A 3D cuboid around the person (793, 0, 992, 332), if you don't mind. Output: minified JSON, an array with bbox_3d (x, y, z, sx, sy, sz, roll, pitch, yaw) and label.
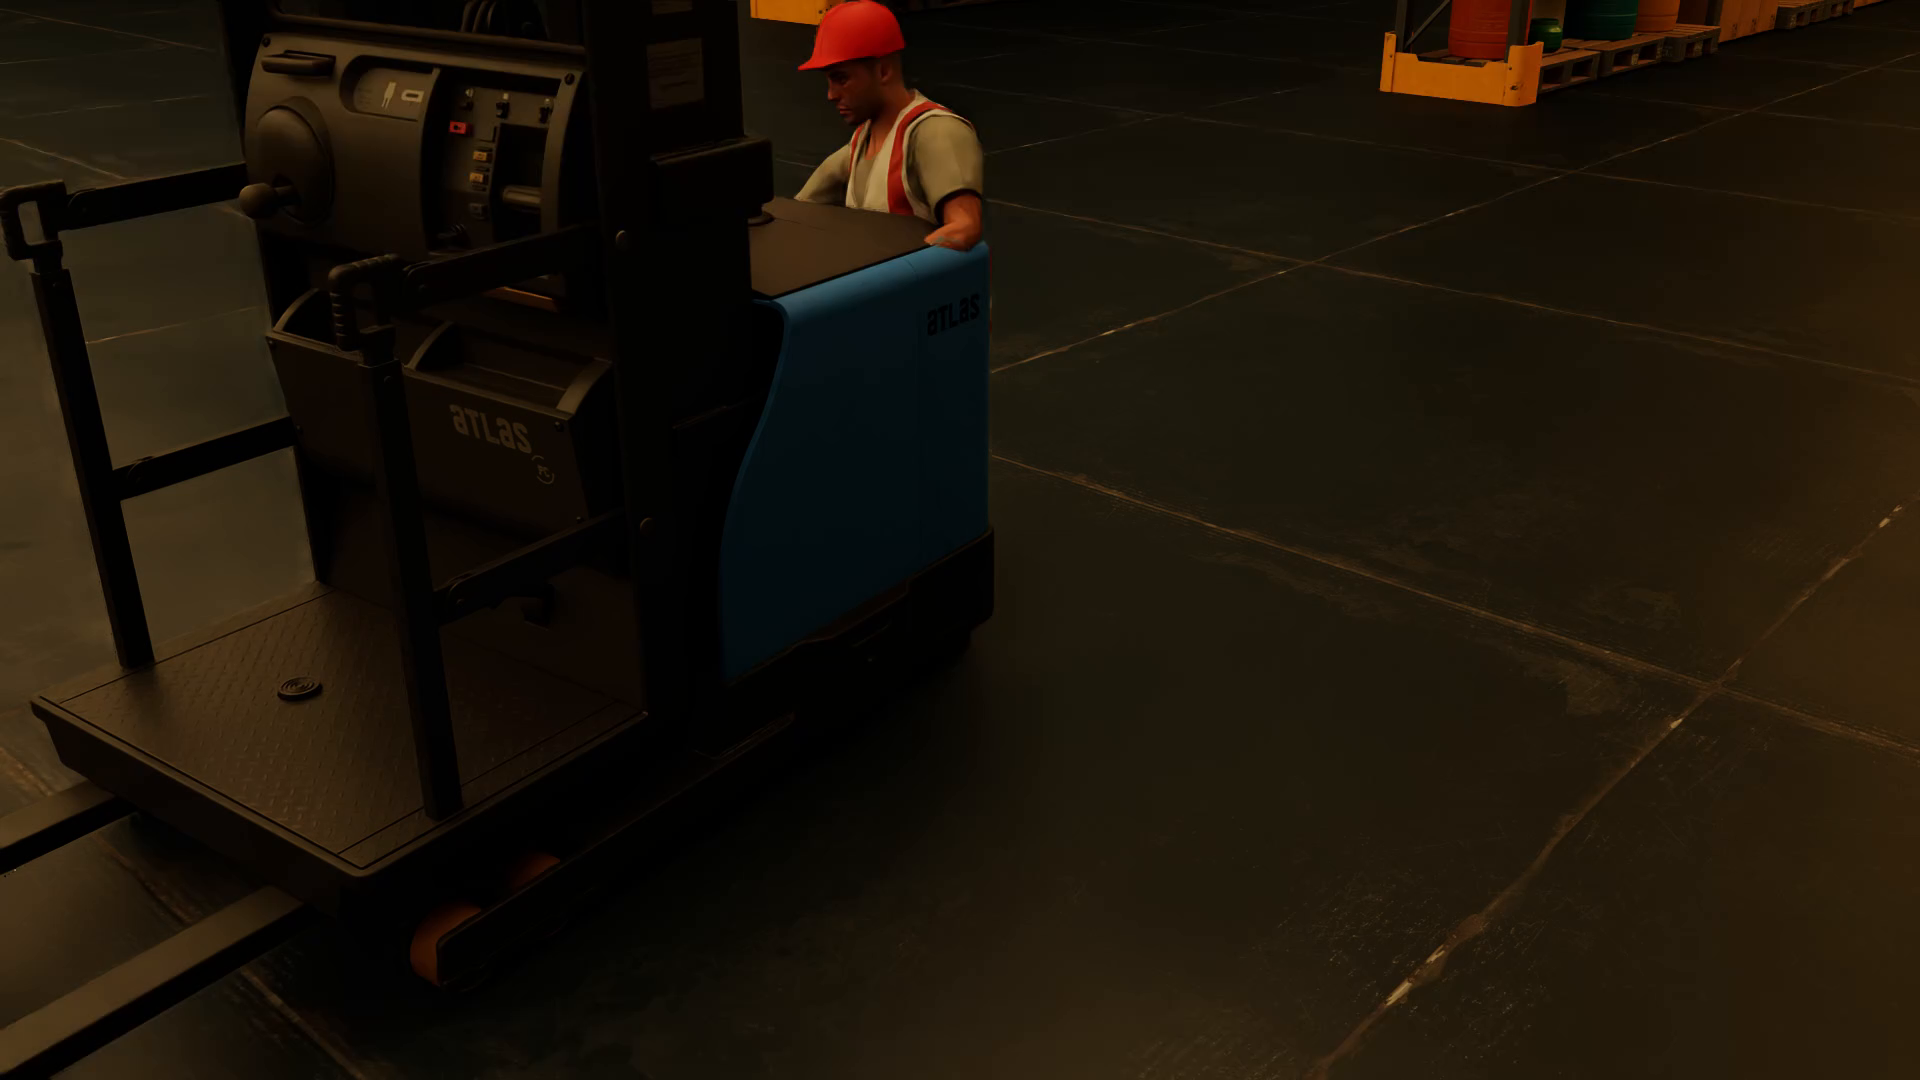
[{"bbox_3d":[-0.341,-0.536,4.246,0.789,1.585,0.902,-13,27,-28],"label":"person"}]

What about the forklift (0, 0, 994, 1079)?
[{"bbox_3d":[-1.172,-0.727,2.986,1.130,2.935,3.031,16,28,32],"label":"forklift"}]
